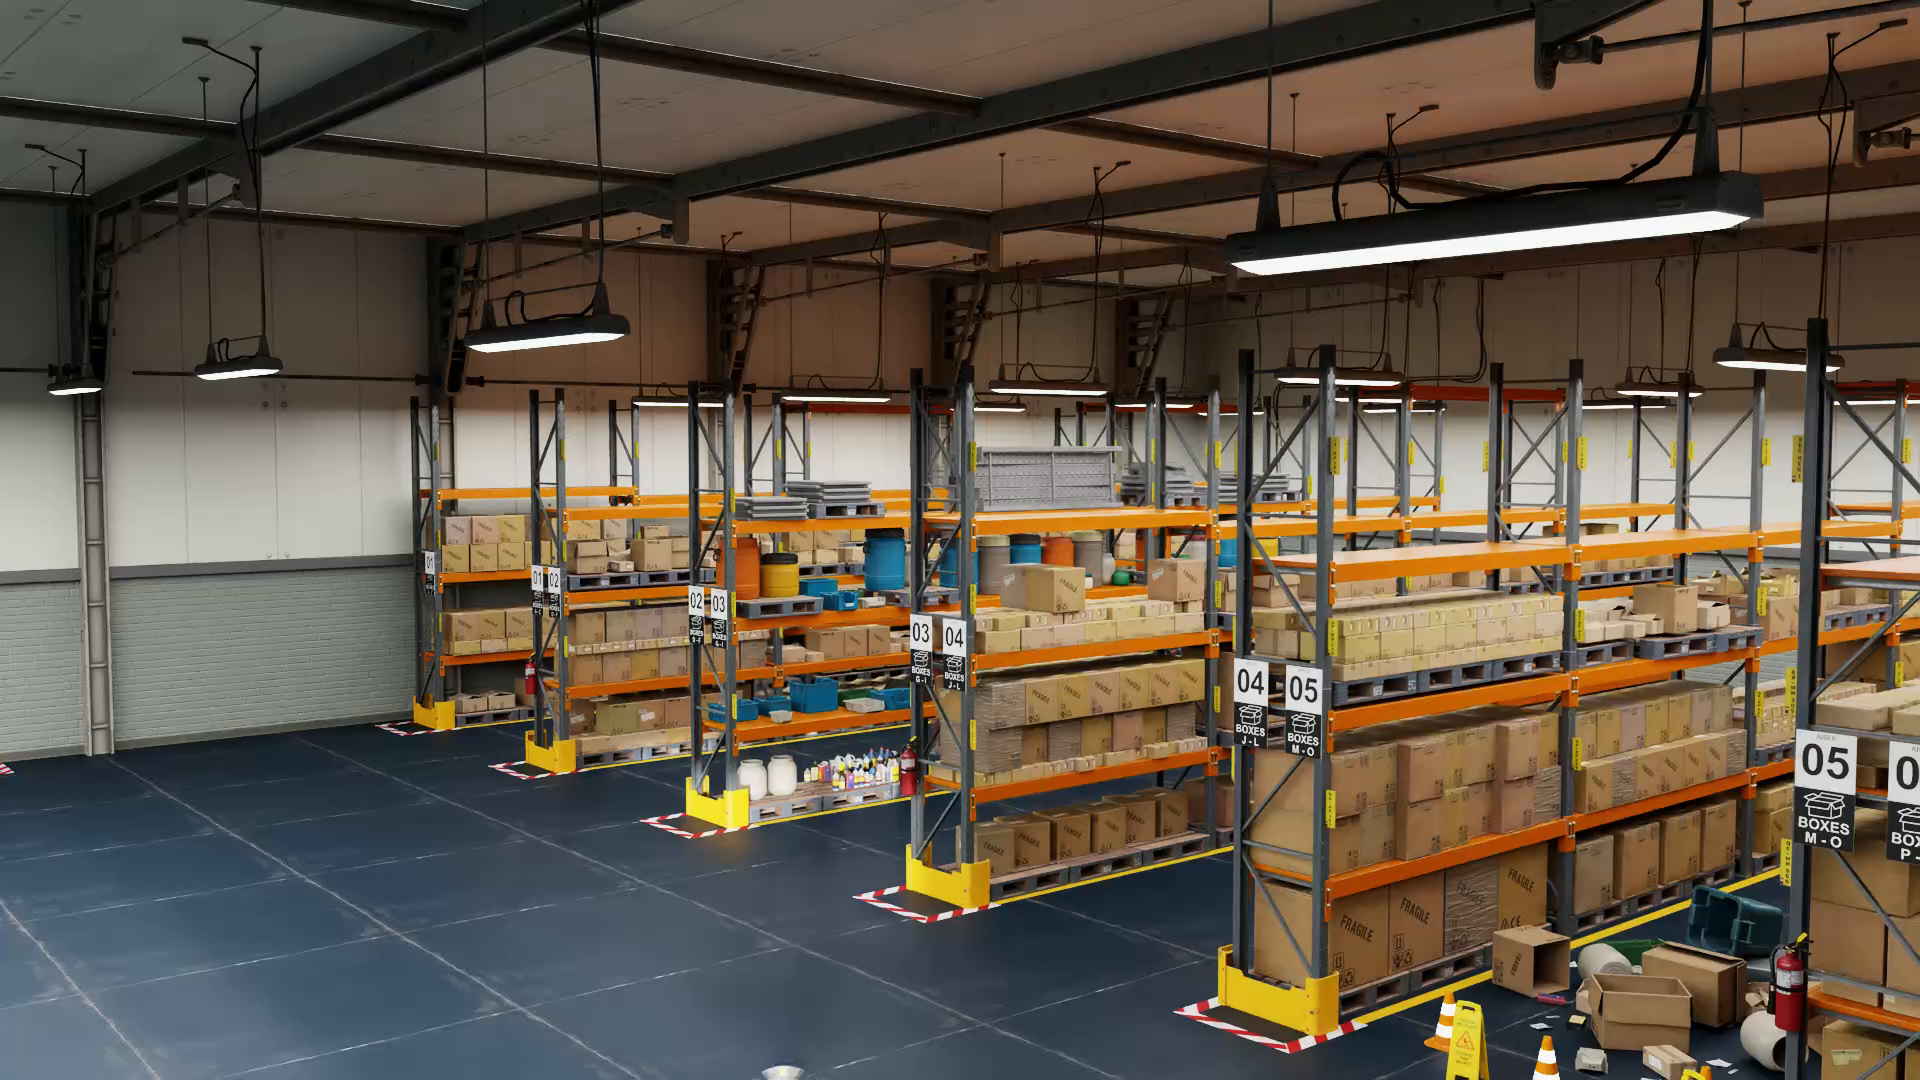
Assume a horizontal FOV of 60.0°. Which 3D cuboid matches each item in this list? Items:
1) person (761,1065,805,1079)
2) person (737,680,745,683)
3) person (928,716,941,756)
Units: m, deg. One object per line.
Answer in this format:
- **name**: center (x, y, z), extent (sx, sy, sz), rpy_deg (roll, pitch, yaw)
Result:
- **person**: center (-1.008, 3.773, 9.425), extent (0.625, 1.660, 0.767), rpy_deg (0, 3, -6)
- **person**: center (-4.157, 2.459, 31.104), extent (0.675, 1.734, 0.608), rpy_deg (3, 5, 43)
- **person**: center (-0.163, 2.692, 27.539), extent (0.830, 1.715, 0.552), rpy_deg (-3, 5, -44)
